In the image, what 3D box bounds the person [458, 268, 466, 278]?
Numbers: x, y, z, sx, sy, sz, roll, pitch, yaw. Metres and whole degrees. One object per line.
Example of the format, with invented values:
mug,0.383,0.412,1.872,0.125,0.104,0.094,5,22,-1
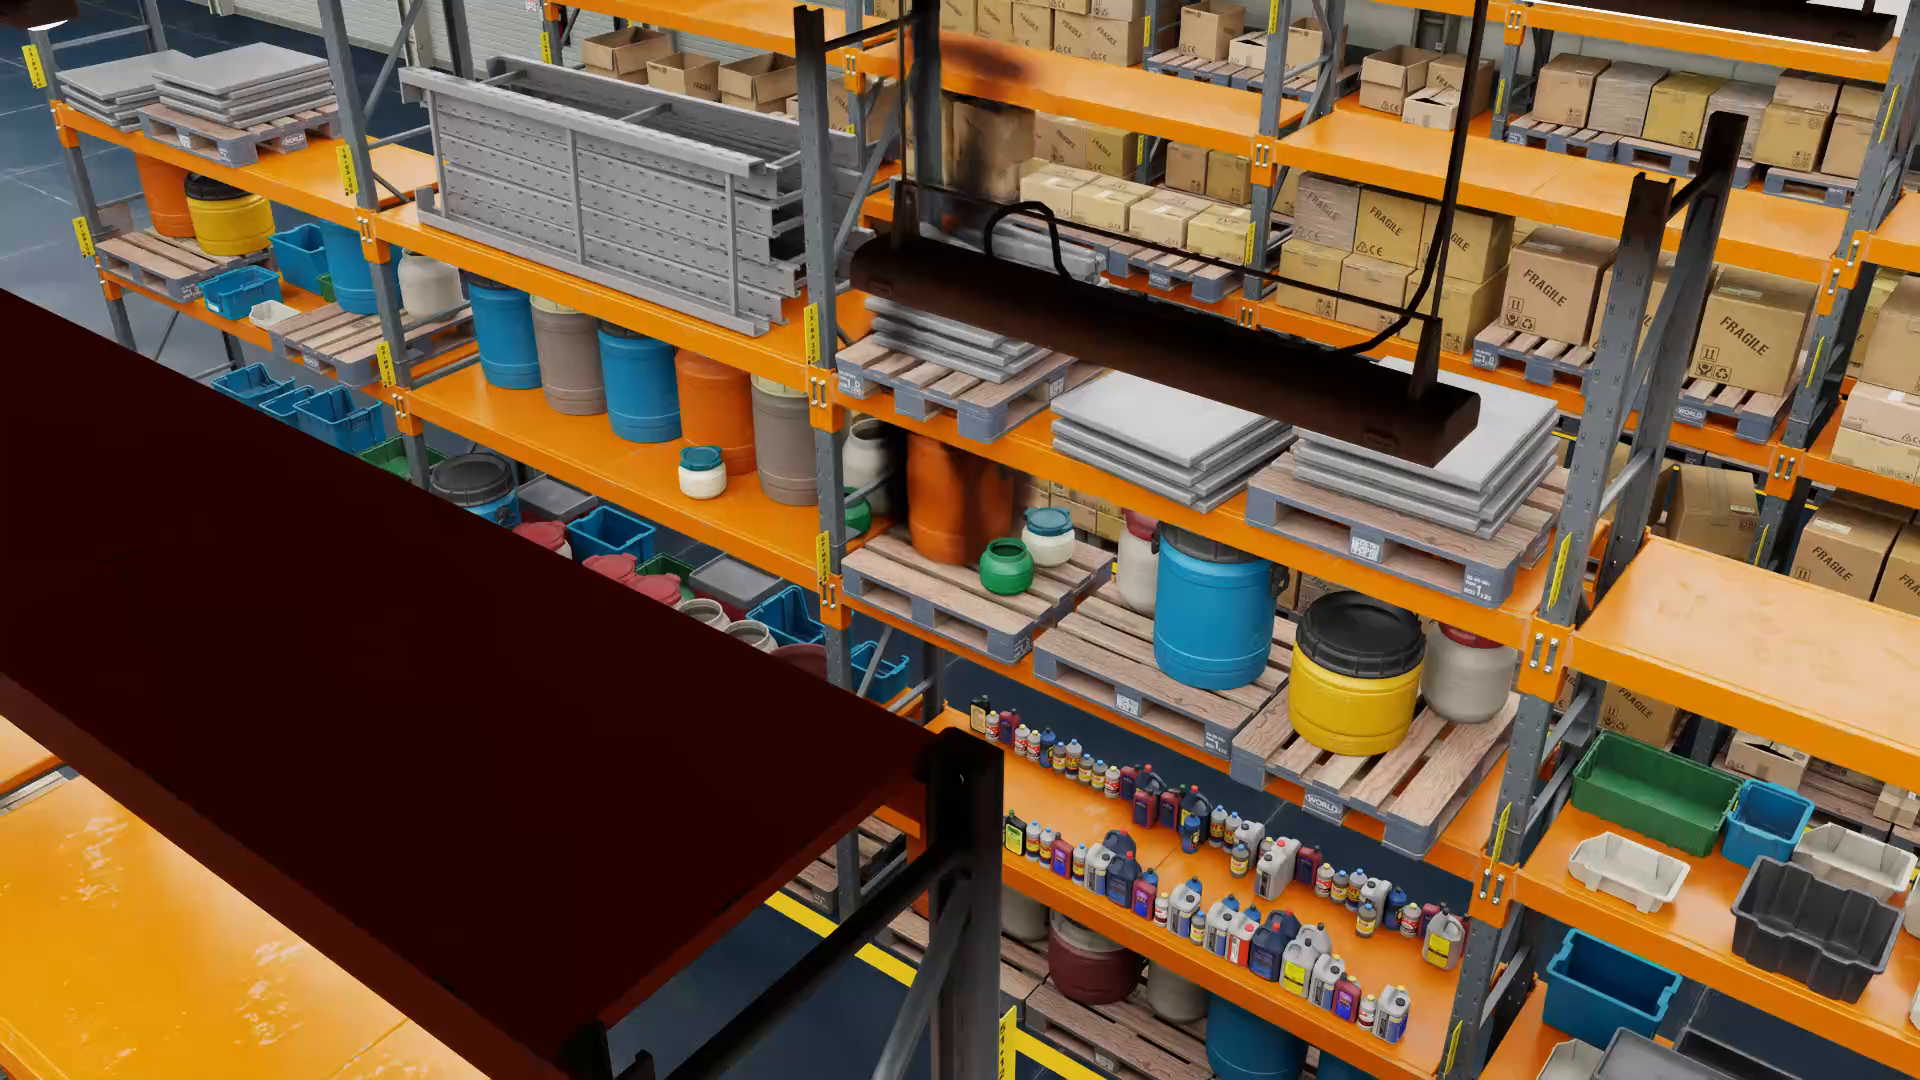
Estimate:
person,-6.008,-3.913,20.153,0.746,1.692,0.584,-21,37,-30
